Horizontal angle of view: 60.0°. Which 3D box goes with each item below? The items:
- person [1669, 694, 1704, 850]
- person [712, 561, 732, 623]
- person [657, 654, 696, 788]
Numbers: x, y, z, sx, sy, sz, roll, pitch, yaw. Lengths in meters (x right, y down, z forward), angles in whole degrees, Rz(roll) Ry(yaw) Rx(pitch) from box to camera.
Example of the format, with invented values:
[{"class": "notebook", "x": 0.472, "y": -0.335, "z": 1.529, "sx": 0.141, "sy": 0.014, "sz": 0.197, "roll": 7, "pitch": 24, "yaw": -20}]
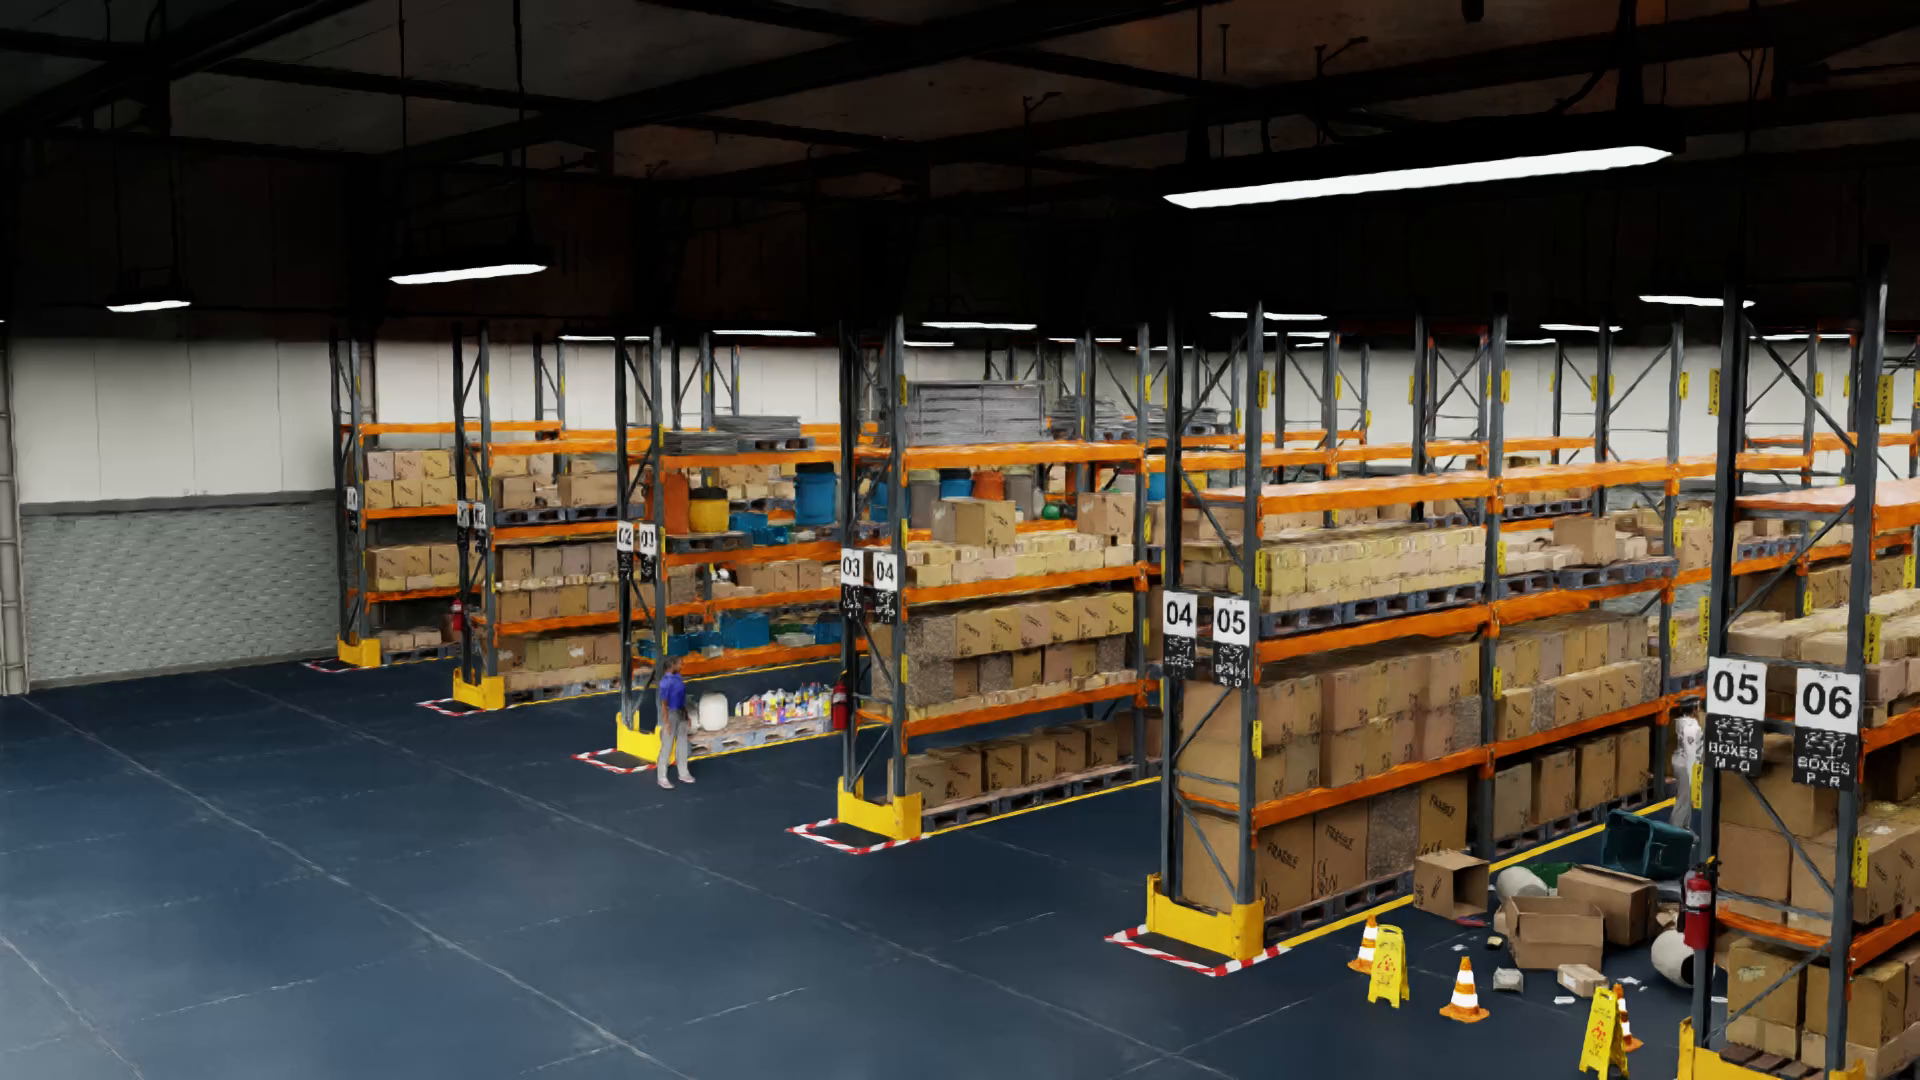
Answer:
[{"class": "person", "x": 8.006, "y": 2.520, "z": 18.231, "sx": 0.409, "sy": 1.674, "sz": 0.532, "roll": 2, "pitch": 6, "yaw": 17}, {"class": "person", "x": -4.745, "y": 1.101, "z": 32.805, "sx": 0.448, "sy": 1.622, "sz": 0.996, "roll": 5, "pitch": 7, "yaw": 40}, {"class": "person", "x": -3.577, "y": 2.260, "z": 20.960, "sx": 0.426, "sy": 1.662, "sz": 0.498, "roll": 2, "pitch": 6, "yaw": 20}]
